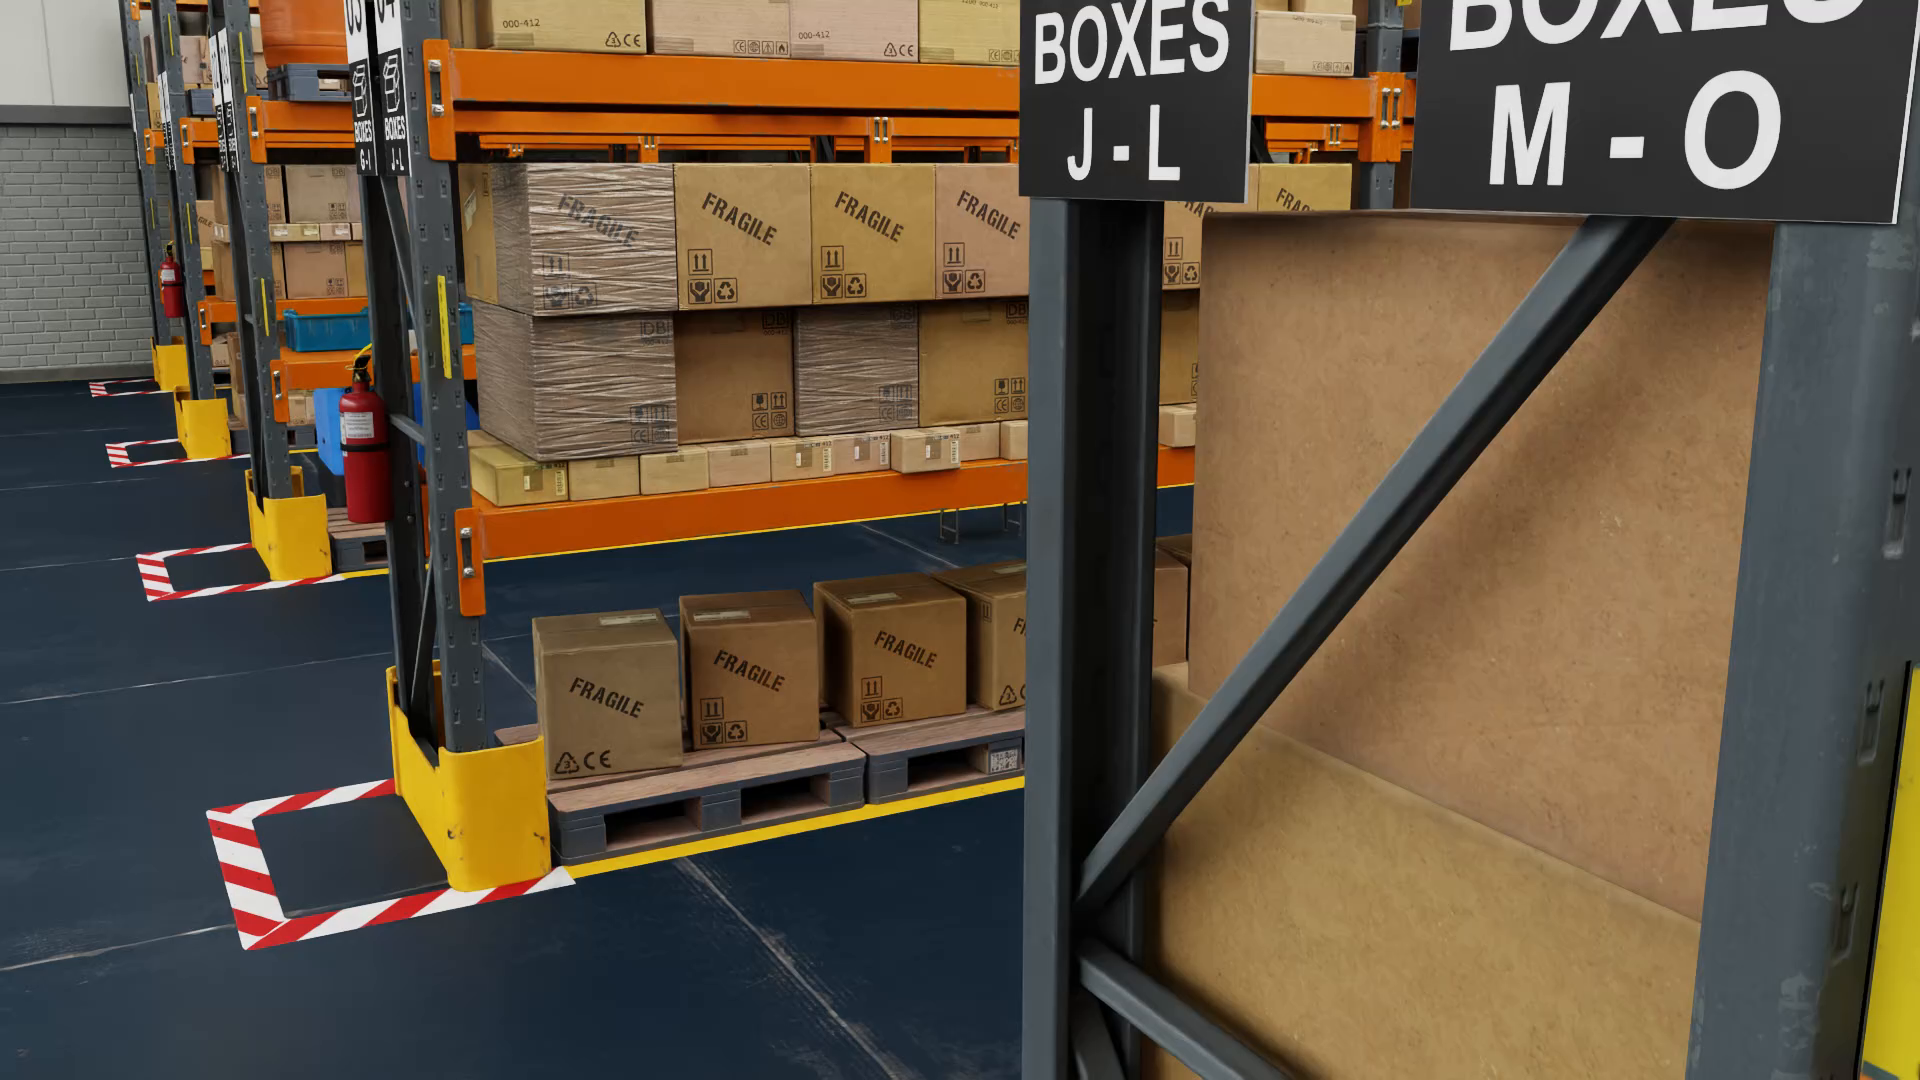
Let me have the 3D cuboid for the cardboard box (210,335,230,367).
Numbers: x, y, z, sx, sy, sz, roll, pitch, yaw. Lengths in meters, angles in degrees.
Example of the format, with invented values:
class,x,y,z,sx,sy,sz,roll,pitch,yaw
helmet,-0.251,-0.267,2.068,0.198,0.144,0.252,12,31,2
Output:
class,x,y,z,sx,sy,sz,roll,pitch,yaw
cardboard box,-8.392,-2.191,19.135,0.500,0.311,0.500,-9,15,-34

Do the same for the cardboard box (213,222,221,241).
class,x,y,z,sx,sy,sz,roll,pitch,yaw
cardboard box,-6.421,-2.721,14.661,0.250,0.149,0.380,-7,15,-29

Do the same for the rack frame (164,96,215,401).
class,x,y,z,sx,sy,sz,roll,pitch,yaw
rack frame,-6.665,-2.278,14.401,0.127,3.000,1.000,-7,14,-28

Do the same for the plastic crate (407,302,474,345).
class,x,y,z,sx,sy,sz,roll,pitch,yaw
plastic crate,-3.427,-1.428,10.963,0.408,0.251,0.499,-7,14,-28

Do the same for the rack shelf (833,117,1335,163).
class,x,y,z,sx,sy,sz,roll,pitch,yaw
rack shelf,0.971,-3.067,12.712,4.000,0.370,1.077,-7,14,-28

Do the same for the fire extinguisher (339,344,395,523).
class,x,y,z,sx,sy,sz,roll,pitch,yaw
fire extinguisher,-2.243,-0.408,6.266,0.183,0.674,0.296,-7,14,-28

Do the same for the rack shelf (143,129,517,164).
class,x,y,z,sx,sy,sz,roll,pitch,yaw
rack shelf,-7.287,-4.555,19.326,4.000,0.370,1.077,-7,14,-28

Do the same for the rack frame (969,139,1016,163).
class,x,y,z,sx,sy,sz,roll,pitch,yaw
rack frame,0.357,-3.120,18.141,0.127,3.000,1.000,-7,14,-28

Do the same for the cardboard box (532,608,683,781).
class,x,y,z,sx,sy,sz,roll,pitch,yaw
cardboard box,-1.366,0.583,6.422,0.500,0.500,0.500,-4,13,-17

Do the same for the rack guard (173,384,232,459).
class,x,y,z,sx,sy,sz,roll,pitch,yaw
rack guard,-6.686,-1.056,14.664,0.348,0.500,1.175,-7,14,-28

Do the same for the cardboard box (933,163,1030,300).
class,x,y,z,sx,sy,sz,roll,pitch,yaw
cardboard box,0.008,-1.214,6.488,0.500,0.500,0.500,-7,14,-28

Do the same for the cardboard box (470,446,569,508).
class,x,y,z,sx,sy,sz,roll,pitch,yaw
cardboard box,-1.558,-0.230,5.873,0.250,0.149,0.380,-7,14,-28

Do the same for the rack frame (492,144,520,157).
class,x,y,z,sx,sy,sz,roll,pitch,yaw
rack frame,-5.531,-3.653,20.511,0.127,3.000,1.000,-7,14,-28

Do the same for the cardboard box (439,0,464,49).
class,x,y,z,sx,sy,sz,roll,pitch,yaw
cardboard box,-1.621,-1.859,6.046,0.500,0.250,0.500,-6,14,-27

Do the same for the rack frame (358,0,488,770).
class,x,y,z,sx,sy,sz,roll,pitch,yaw
rack frame,-1.922,-0.369,5.916,0.127,3.000,1.000,-7,14,-28

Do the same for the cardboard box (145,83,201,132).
class,x,y,z,sx,sy,sz,roll,pitch,yaw
cardboard box,-8.629,-4.742,18.241,0.500,0.500,0.500,-6,14,-26

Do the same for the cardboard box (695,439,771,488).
class,x,y,z,sx,sy,sz,roll,pitch,yaw
cardboard box,-0.893,-0.307,6.212,0.250,0.149,0.380,-7,14,-28

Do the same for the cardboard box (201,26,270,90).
class,x,y,z,sx,sy,sz,roll,pitch,yaw
cardboard box,-6.159,-4.125,14.264,0.637,0.503,0.797,-6,14,-24

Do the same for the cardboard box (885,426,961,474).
class,x,y,z,sx,sy,sz,roll,pitch,yaw
cardboard box,-0.195,-0.369,6.491,0.250,0.149,0.380,-7,14,-28

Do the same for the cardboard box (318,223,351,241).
class,x,y,z,sx,sy,sz,roll,pitch,yaw
cardboard box,-5.545,-2.724,14.675,0.250,0.149,0.380,-7,14,-29

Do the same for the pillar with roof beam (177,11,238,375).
class,x,y,z,sx,sy,sz,roll,pitch,yaw
pillar with roof beam,-6.779,-5.570,15.364,0.400,9.000,9.100,-7,14,-28

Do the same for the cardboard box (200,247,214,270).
class,x,y,z,sx,sy,sz,roll,pitch,yaw
cardboard box,-8.462,-3.159,18.612,0.500,0.250,0.500,-7,15,-29

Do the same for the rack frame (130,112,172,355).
class,x,y,z,sx,sy,sz,roll,pitch,yaw
rack frame,-9.042,-3.233,18.641,0.127,3.000,1.000,-7,14,-28

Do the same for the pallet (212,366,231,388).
class,x,y,z,sx,sy,sz,roll,pitch,yaw
pallet,-8.245,-1.959,19.332,1.213,0.211,1.003,-7,14,-28

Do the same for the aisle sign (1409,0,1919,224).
class,x,y,z,sx,sy,sz,roll,pitch,yaw
aisle sign,0.447,-0.605,1.046,0.004,0.787,0.394,-7,14,-28

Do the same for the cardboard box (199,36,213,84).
class,x,y,z,sx,sy,sz,roll,pitch,yaw
cardboard box,-8.123,-5.279,18.352,0.500,0.500,0.500,-7,14,-29

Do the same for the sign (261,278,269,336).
class,x,y,z,sx,sy,sz,roll,pitch,yaw
sign,-4.035,-1.352,9.654,0.005,0.325,0.100,-7,14,-28

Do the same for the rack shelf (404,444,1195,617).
class,x,y,z,sx,sy,sz,roll,pitch,yaw
rack shelf,-0.167,-0.228,6.930,4.000,0.370,1.077,-7,14,-28

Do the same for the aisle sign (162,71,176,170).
class,x,y,z,sx,sy,sz,roll,pitch,yaw
aisle sign,-6.576,-3.481,13.823,0.004,0.787,0.394,-7,14,-28

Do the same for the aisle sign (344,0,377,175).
class,x,y,z,sx,sy,sz,roll,pitch,yaw
aisle sign,-2.120,-1.688,5.859,0.004,0.787,0.394,-7,14,-28

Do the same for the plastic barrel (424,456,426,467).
class,x,y,z,sx,sy,sz,roll,pitch,yaw
plastic barrel,-3.314,-0.451,10.992,0.421,0.512,0.421,0,13,0

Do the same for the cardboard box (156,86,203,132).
class,x,y,z,sx,sy,sz,roll,pitch,yaw
cardboard box,-8.797,-4.847,18.711,0.500,0.500,0.500,-6,14,-24

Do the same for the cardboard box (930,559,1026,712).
class,x,y,z,sx,sy,sz,roll,pitch,yaw
cardboard box,0.212,0.401,7.230,0.500,0.500,0.500,-8,15,-33

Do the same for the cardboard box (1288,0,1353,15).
class,x,y,z,sx,sy,sz,roll,pitch,yaw
cardboard box,1.442,-2.285,7.030,0.250,0.149,0.380,-6,14,-26

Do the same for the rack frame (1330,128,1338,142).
class,x,y,z,sx,sy,sz,roll,pitch,yaw
rack frame,2.727,-2.165,13.897,0.127,3.000,1.000,-7,14,-28

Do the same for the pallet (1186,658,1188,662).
class,x,y,z,sx,sy,sz,roll,pitch,yaw
pallet,1.016,0.648,7.748,1.213,0.211,1.003,-7,14,-28

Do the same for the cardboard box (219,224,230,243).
class,x,y,z,sx,sy,sz,roll,pitch,yaw
cardboard box,-6.218,-2.643,14.318,0.250,0.149,0.380,-7,14,-28

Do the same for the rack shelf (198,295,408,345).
class,x,y,z,sx,sy,sz,roll,pitch,yaw
rack shelf,-4.910,-2.138,15.415,4.000,0.370,1.077,-7,14,-28

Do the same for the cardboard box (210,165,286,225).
class,x,y,z,sx,sy,sz,roll,pitch,yaw
cardboard box,-6.203,-3.012,14.480,0.500,0.500,0.700,-7,14,-28

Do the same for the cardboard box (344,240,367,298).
class,x,y,z,sx,sy,sz,roll,pitch,yaw
cardboard box,-5.352,-2.481,15.074,0.500,0.500,0.700,-7,14,-27

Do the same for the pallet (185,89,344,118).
class,x,y,z,sx,sy,sz,roll,pitch,yaw
pallet,-6.032,-3.768,14.390,1.213,0.211,1.003,-7,14,-28

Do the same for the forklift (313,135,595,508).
class,x,y,z,sx,sy,sz,roll,pitch,yaw
forklift,-3.289,-1.824,12.540,3.031,2.935,1.130,-6,14,-26

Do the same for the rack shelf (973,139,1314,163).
class,x,y,z,sx,sy,sz,roll,pitch,yaw
rack shelf,2.112,-4.443,18.825,4.000,0.370,1.077,-7,14,-28

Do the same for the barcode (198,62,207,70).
class,x,y,z,sx,sy,sz,roll,pitch,yaw
barcode,-6.632,-4.150,14.562,0.075,0.075,0.001,-7,14,-28

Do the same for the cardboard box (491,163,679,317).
class,x,y,z,sx,sy,sz,roll,pitch,yaw
cardboard box,-1.309,-1.056,5.787,0.500,0.500,0.500,-7,14,-28

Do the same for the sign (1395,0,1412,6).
class,x,y,z,sx,sy,sz,roll,pitch,yaw
sign,1.856,-2.402,6.939,0.005,0.325,0.100,-7,14,-28

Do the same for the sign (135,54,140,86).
class,x,y,z,sx,sy,sz,roll,pitch,yaw
sign,-8.782,-5.018,17.751,0.005,0.325,0.100,-7,14,-28

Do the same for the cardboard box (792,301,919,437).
class,x,y,z,sx,sy,sz,roll,pitch,yaw
cardboard box,-0.585,-0.735,6.640,0.500,0.500,0.875,-7,14,-28

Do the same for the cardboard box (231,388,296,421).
class,x,y,z,sx,sy,sz,roll,pitch,yaw
cardboard box,-6.336,-1.255,15.161,0.500,0.250,0.500,-7,14,-28

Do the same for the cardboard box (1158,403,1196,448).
class,x,y,z,sx,sy,sz,roll,pitch,yaw
cardboard box,0.903,-0.501,7.075,0.250,0.149,0.380,-7,14,-28

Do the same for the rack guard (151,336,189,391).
class,x,y,z,sx,sy,sz,roll,pitch,yaw
rack guard,-8.975,-2.021,18.951,0.348,0.500,1.175,-7,14,-28

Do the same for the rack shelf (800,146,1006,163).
class,x,y,z,sx,sy,sz,roll,pitch,yaw
rack shelf,-0.265,-5.397,23.066,4.000,0.370,1.077,-7,14,-28

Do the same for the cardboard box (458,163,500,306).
class,x,y,z,sx,sy,sz,roll,pitch,yaw
cardboard box,-1.558,-1.156,6.232,0.500,0.500,0.500,-7,14,-28

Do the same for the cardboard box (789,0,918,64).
class,x,y,z,sx,sy,sz,roll,pitch,yaw
cardboard box,-0.489,-1.867,6.082,0.500,0.250,0.500,-7,14,-28

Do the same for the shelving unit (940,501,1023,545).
class,x,y,z,sx,sy,sz,roll,pitch,yaw
shelving unit,0.145,-0.603,11.055,0.503,1.200,0.258,-7,14,-28
